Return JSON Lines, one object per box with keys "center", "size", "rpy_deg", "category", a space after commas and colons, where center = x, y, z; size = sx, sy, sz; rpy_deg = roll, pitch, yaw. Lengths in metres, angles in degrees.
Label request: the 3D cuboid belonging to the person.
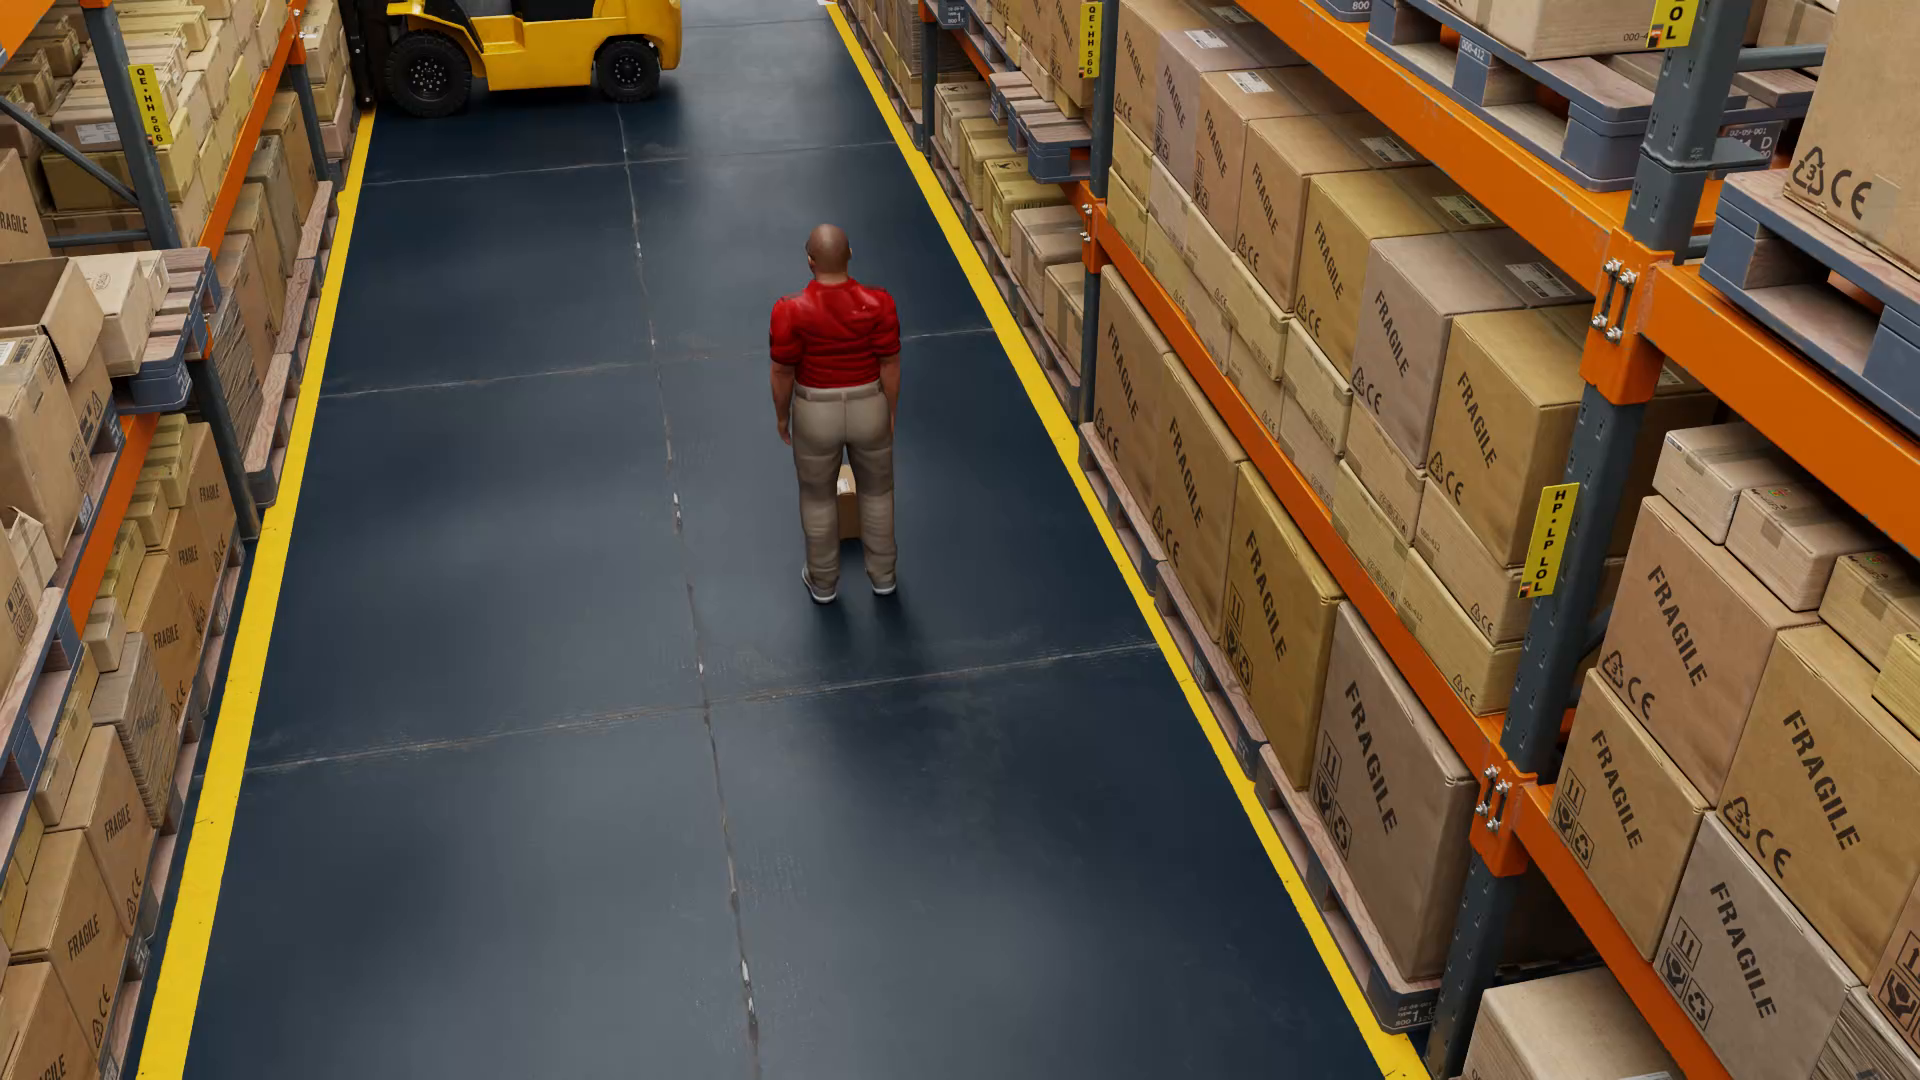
{"center": [-0.515, -0.515, 6.926], "size": [0.531, 1.739, 0.363], "rpy_deg": [-7, 35, -10], "category": "person"}
